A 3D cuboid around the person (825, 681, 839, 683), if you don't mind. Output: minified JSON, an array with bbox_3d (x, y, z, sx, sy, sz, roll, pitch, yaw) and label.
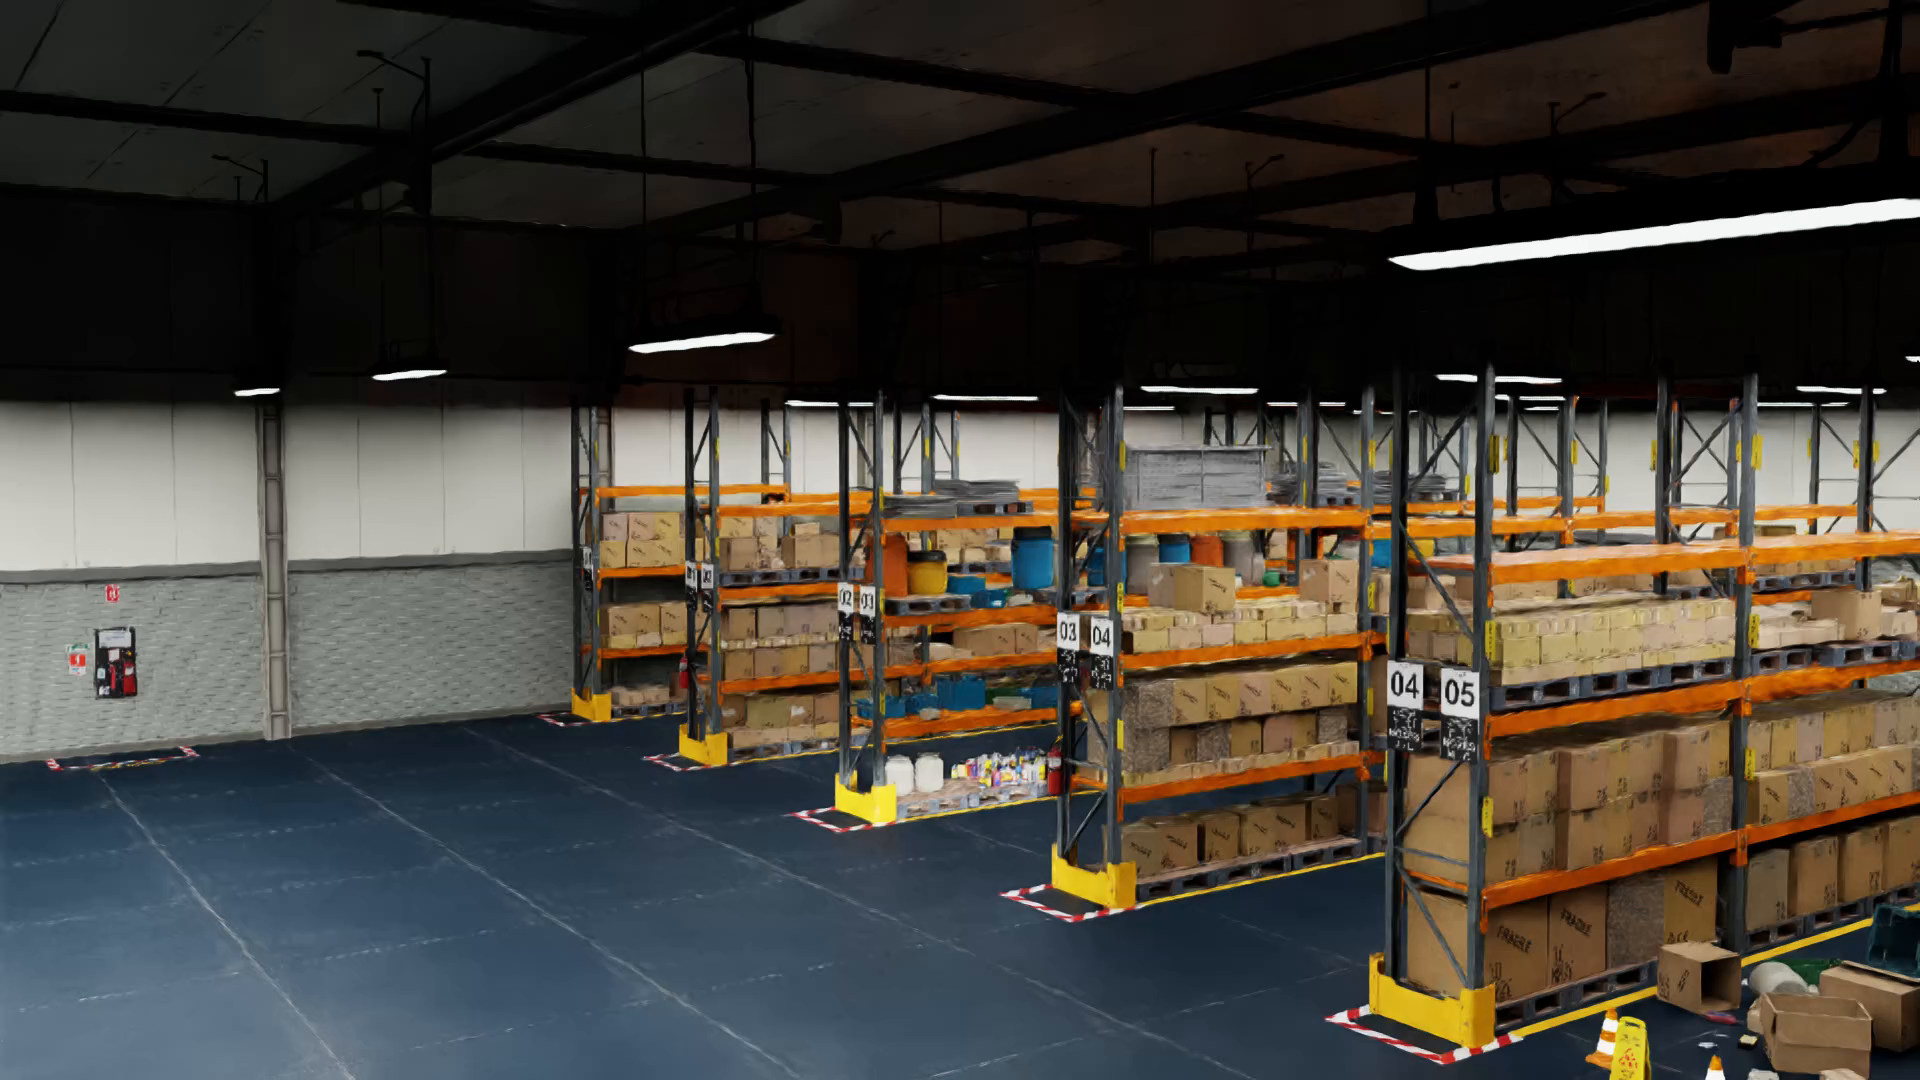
[{"bbox_3d":[-2.302,2.580,30.127,1.042,1.517,0.415,-3,4,-37],"label":"person"}]

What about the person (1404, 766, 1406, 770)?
[{"bbox_3d":[6.741,2.793,25.303,0.578,1.714,0.719,-2,4,-35],"label":"person"}]
